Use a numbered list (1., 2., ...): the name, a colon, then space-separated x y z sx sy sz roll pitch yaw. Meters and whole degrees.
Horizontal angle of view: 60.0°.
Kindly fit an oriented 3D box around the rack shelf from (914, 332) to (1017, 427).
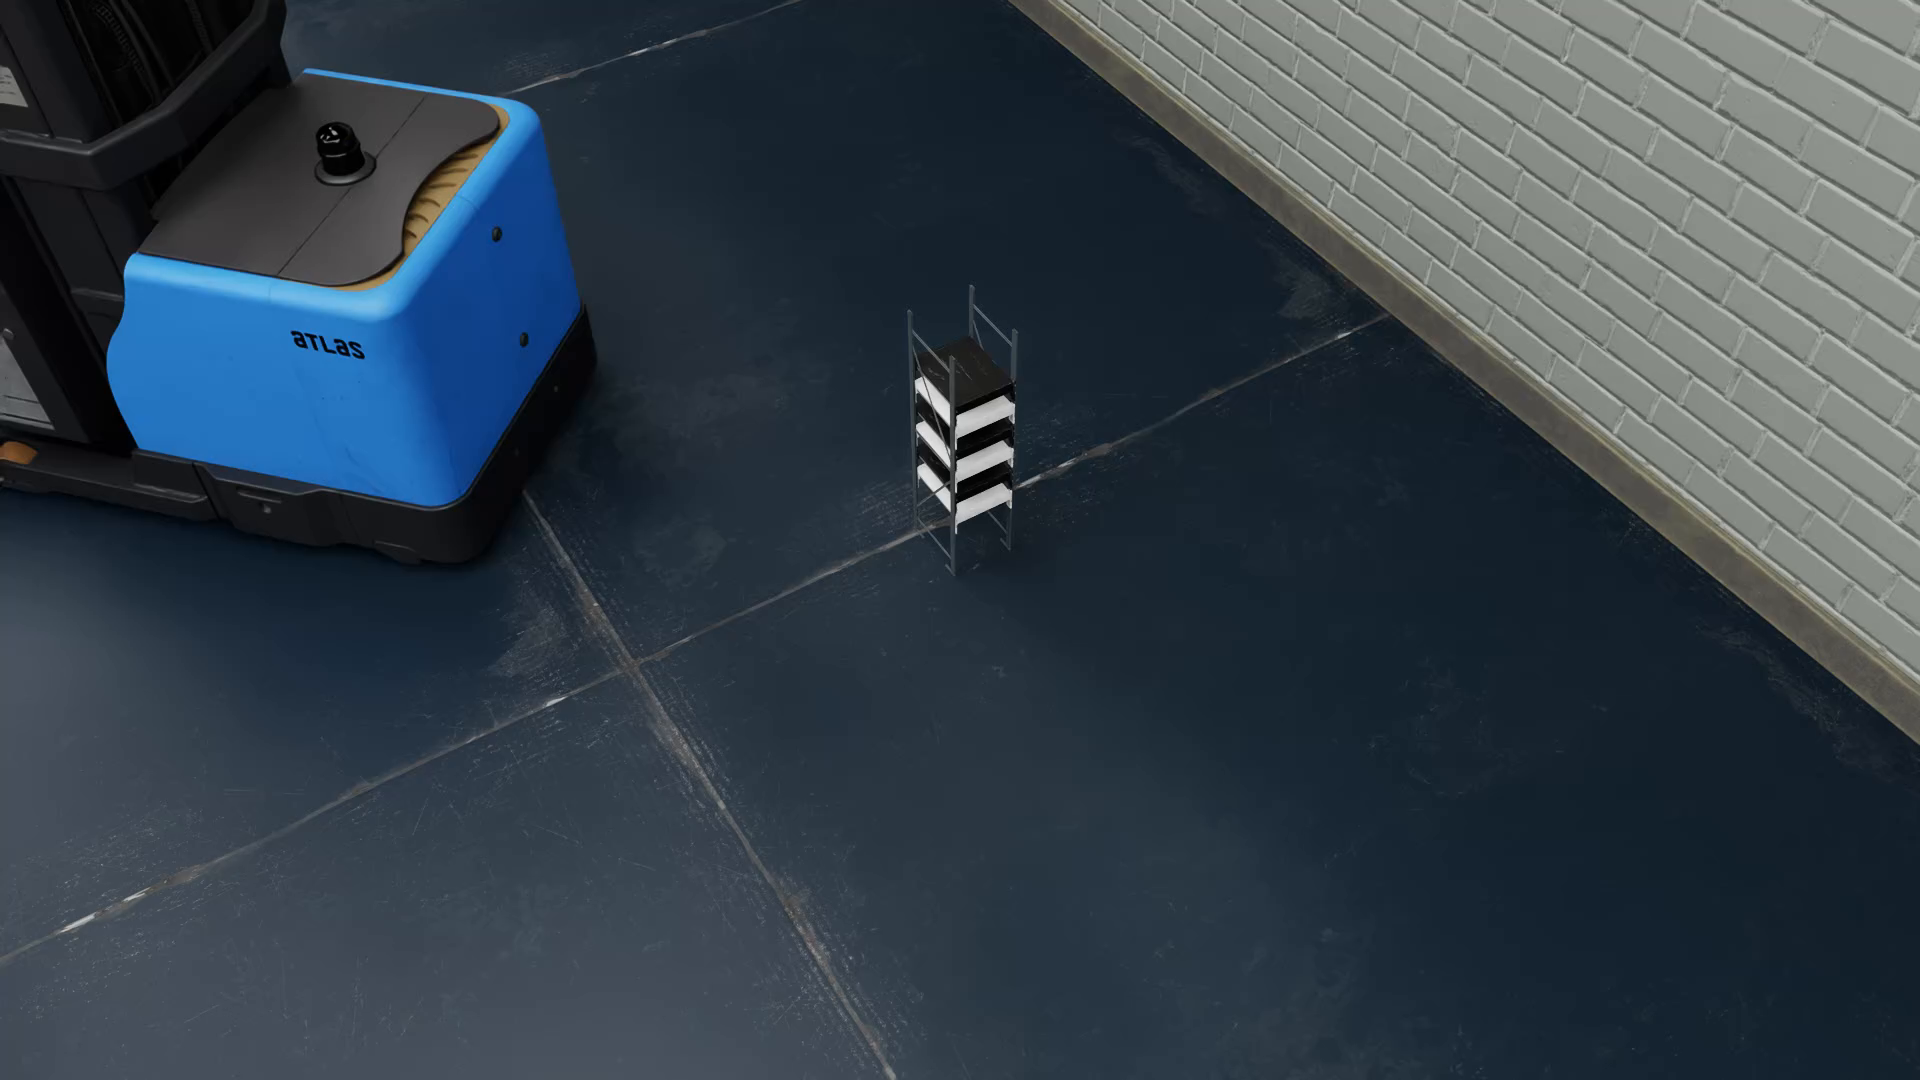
1. rack shelf: 0.007 -0.460 4.740 0.200 0.077 0.258 -25 53 -21

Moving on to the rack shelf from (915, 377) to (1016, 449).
1. rack shelf: 0.007 -0.400 4.807 0.200 0.077 0.258 -25 53 -21

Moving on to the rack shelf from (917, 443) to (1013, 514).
1. rack shelf: 0.007 -0.220 5.009 0.200 0.077 0.258 -25 53 -21

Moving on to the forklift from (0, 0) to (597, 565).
1. forklift: -2.819 -1.501 4.624 3.031 2.935 1.130 11 49 10

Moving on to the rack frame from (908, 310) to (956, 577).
1. rack frame: -0.079 -0.262 4.881 0.006 0.900 0.240 -25 53 -21

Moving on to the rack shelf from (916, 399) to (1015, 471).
1. rack shelf: 0.007 -0.340 4.874 0.200 0.077 0.258 -25 53 -21

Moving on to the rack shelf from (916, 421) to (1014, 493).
1. rack shelf: 0.007 -0.280 4.942 0.200 0.077 0.258 -25 53 -21

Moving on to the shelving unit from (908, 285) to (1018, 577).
1. shelving unit: 0.007 -0.302 4.917 0.210 0.900 0.258 -25 53 -21

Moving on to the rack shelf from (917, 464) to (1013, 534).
1. rack shelf: 0.007 -0.161 5.076 0.200 0.077 0.258 -25 53 -21

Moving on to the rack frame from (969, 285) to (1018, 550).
1. rack frame: 0.093 -0.343 4.953 0.006 0.900 0.240 -25 53 -21
